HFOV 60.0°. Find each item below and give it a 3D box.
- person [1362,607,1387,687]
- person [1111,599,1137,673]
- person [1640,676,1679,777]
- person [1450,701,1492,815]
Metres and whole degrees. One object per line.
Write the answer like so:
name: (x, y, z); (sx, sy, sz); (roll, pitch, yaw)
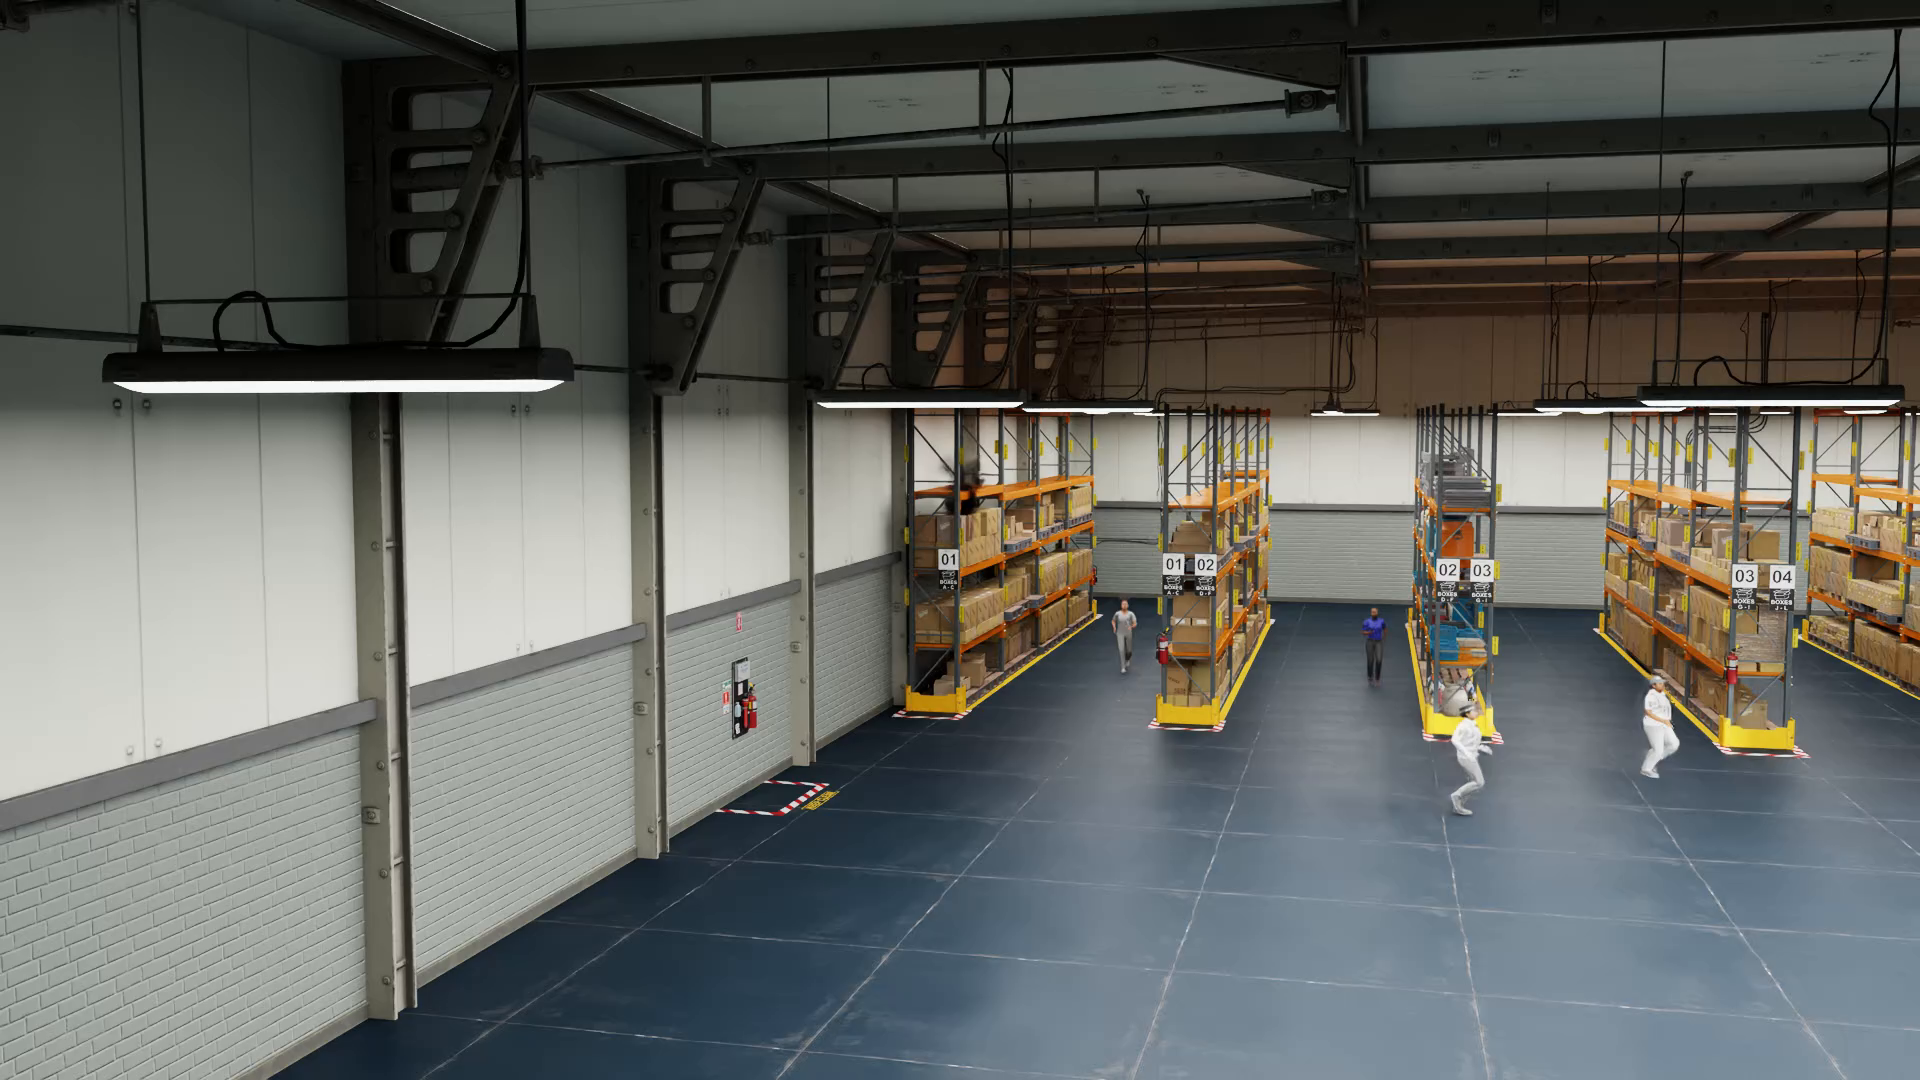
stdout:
person: (8.914, 2.297, 35.767); (0.556, 1.715, 0.714); (1, 4, 10)
person: (3.715, 2.160, 37.687); (0.575, 1.635, 0.802); (0, 4, 5)
person: (11.182, 2.978, 26.579); (0.617, 1.629, 0.527); (-4, 6, -44)
person: (7.375, 3.147, 23.971); (0.528, 1.647, 0.592); (2, 5, 29)
